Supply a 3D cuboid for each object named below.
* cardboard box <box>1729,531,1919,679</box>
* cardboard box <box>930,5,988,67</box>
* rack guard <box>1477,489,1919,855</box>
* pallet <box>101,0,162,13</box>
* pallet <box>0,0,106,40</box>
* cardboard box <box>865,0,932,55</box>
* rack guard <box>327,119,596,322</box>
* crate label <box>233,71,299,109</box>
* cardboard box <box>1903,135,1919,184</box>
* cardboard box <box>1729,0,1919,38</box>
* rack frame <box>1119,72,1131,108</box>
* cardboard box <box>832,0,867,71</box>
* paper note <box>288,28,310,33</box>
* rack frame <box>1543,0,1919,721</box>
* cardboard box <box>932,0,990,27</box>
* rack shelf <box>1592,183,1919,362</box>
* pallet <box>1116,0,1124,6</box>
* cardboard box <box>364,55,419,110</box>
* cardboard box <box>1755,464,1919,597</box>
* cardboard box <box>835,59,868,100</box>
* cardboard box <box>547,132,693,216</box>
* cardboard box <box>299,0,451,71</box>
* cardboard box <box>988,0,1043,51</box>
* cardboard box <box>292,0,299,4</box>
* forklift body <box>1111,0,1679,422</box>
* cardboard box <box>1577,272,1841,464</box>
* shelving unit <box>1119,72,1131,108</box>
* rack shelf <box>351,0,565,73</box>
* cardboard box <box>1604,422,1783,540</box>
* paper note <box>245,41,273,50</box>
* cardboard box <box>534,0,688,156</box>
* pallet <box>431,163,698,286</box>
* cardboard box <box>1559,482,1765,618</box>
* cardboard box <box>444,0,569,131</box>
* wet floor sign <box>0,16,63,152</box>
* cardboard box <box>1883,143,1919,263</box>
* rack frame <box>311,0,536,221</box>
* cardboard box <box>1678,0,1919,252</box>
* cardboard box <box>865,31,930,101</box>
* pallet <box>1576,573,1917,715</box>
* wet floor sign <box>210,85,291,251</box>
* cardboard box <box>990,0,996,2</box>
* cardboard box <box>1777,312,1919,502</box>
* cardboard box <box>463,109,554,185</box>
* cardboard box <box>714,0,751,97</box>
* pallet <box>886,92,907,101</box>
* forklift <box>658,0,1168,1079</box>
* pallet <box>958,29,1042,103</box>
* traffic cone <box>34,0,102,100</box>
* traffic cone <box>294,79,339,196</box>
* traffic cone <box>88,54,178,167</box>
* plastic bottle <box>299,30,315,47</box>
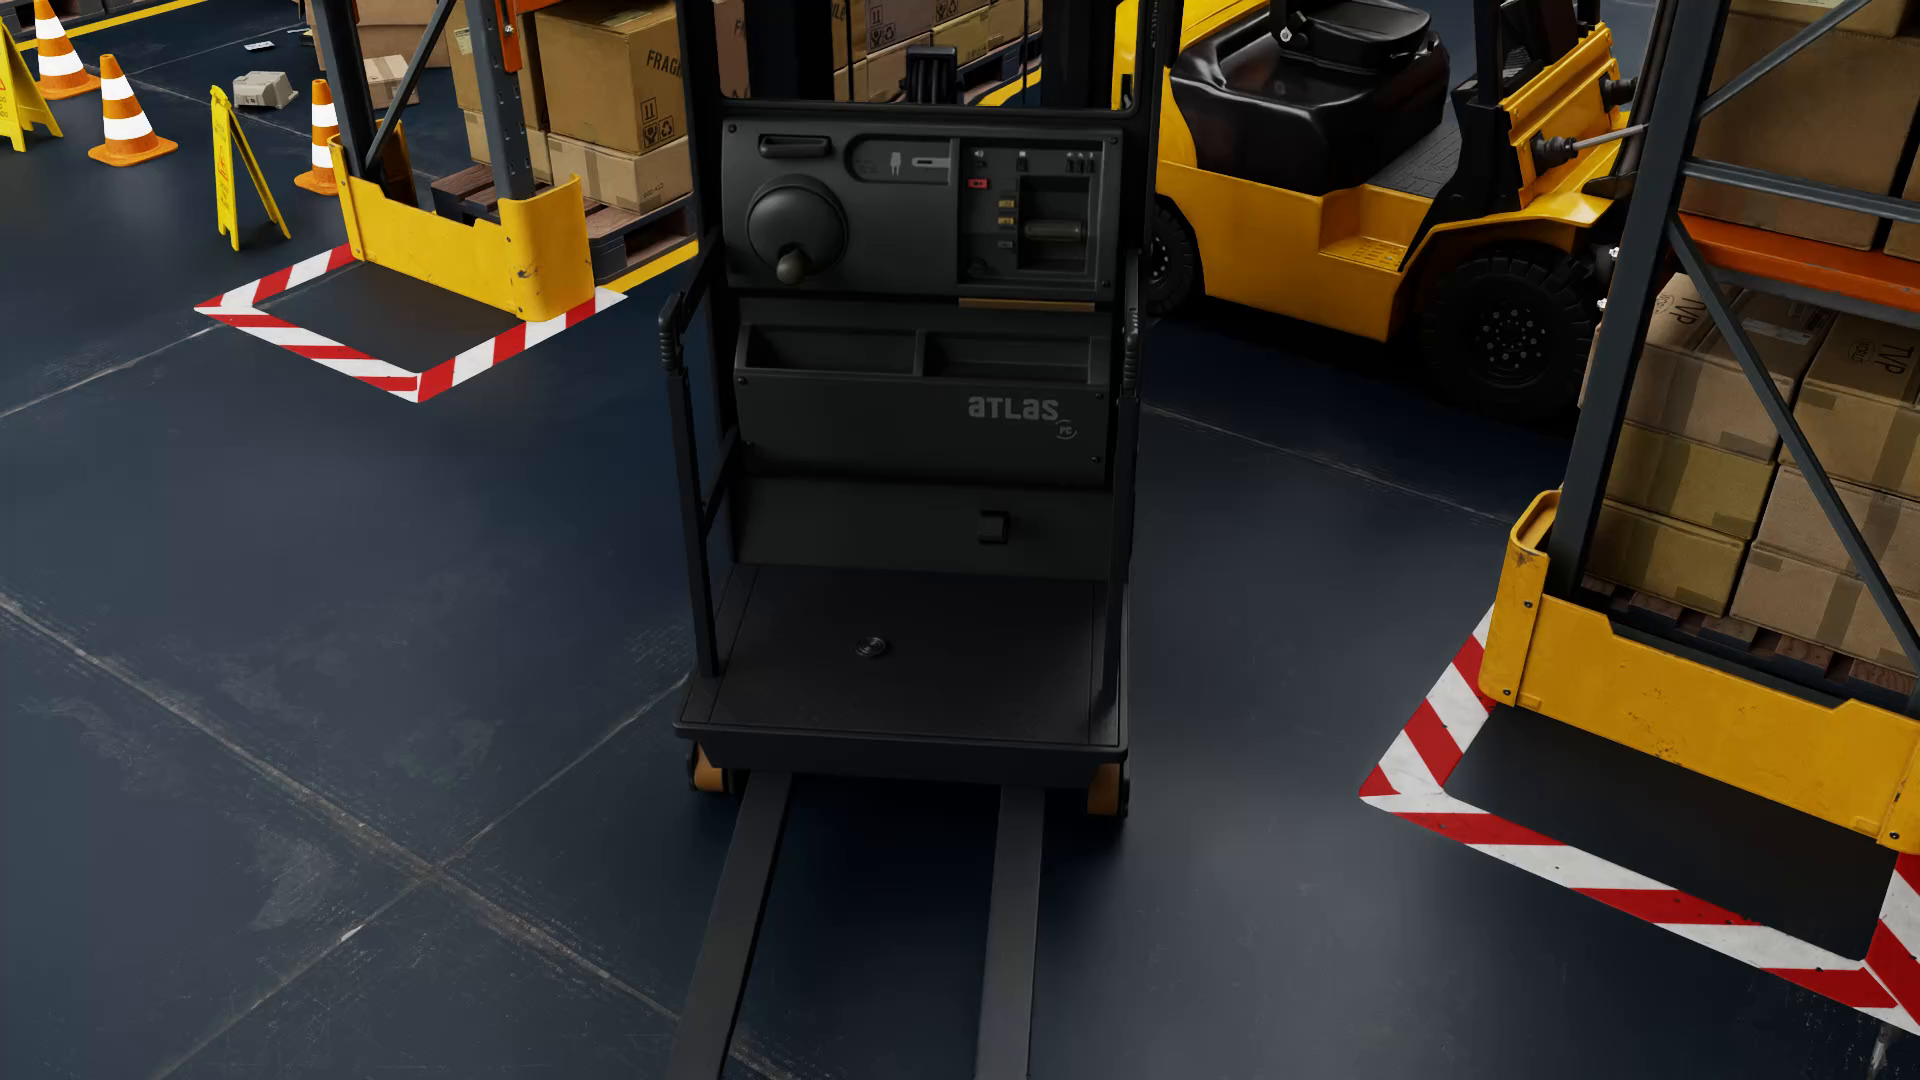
[{"bbox_3d":[2.454,0.075,4.542,0.500,0.250,0.500,21,40,28],"label":"cardboard box"},{"bbox_3d":[-0.198,-2.580,8.468,0.500,0.250,0.500,20,39,27],"label":"cardboard box"},{"bbox_3d":[1.999,0.320,4.331,1.175,0.500,0.348,21,39,28],"label":"rack guard"},{"bbox_3d":[-5.103,-3.642,10.447,1.003,0.211,1.213,21,39,28],"label":"pallet"},{"bbox_3d":[-5.799,-3.083,9.621,1.003,0.211,1.213,21,39,28],"label":"pallet"},{"bbox_3d":[-0.481,-2.669,7.930,0.500,0.500,0.500,24,41,31],"label":"cardboard box"},{"bbox_3d":[-2.023,-1.310,6.741,1.175,0.500,0.348,21,39,28],"label":"rack guard"},{"bbox_3d":[-3.590,-2.314,8.550,0.250,0.136,0.298,3,34,4],"label":"crate label"},{"bbox_3d":[2.381,-1.315,4.427,0.500,0.500,0.500,23,40,30],"label":"cardboard box"},{"bbox_3d":[1.981,-1.286,3.806,0.380,0.149,0.250,22,40,29],"label":"cardboard box"},{"bbox_3d":[0.538,-0.960,5.665,0.032,1.125,0.500,2,34,3],"label":"rack frame"},{"bbox_3d":[-0.779,-2.421,7.562,0.500,0.500,0.500,22,40,29],"label":"cardboard box"},{"bbox_3d":[-3.810,-2.937,9.584,0.123,0.001,0.032,-15,37,-21],"label":"paper note"},{"bbox_3d":[2.013,-0.727,3.647,1.000,3.000,0.127,21,39,28],"label":"rack frame"},{"bbox_3d":[-0.191,-2.904,8.277,0.500,0.500,0.500,22,40,29],"label":"cardboard box"},{"bbox_3d":[3.153,-1.349,5.210,1.077,0.370,4.000,21,39,28],"label":"rack shelf"},{"bbox_3d":[0.657,-3.355,10.023,1.003,0.211,1.213,21,39,28],"label":"pallet"},{"bbox_3d":[-2.979,-2.378,8.633,0.250,0.149,0.380,-15,37,-21],"label":"cardboard box"},{"bbox_3d":[2.452,-0.119,4.382,0.500,0.250,0.500,22,40,29],"label":"cardboard box"},{"bbox_3d":[-0.782,-2.116,7.781,0.500,0.250,0.500,24,41,31],"label":"cardboard box"},{"bbox_3d":[-1.380,-1.629,7.060,0.500,0.250,0.500,21,39,28],"label":"cardboard box"},{"bbox_3d":[-3.145,-2.894,9.080,0.797,0.503,0.637,-3,34,-4],"label":"cardboard box"},{"bbox_3d":[0.098,-2.829,8.835,0.500,0.250,0.500,23,40,30],"label":"cardboard box"},{"bbox_3d":[-3.952,-3.609,10.139,0.500,0.500,0.500,29,44,36],"label":"cardboard box"},{"bbox_3d":[1.596,-1.831,6.037,2.313,2.155,1.214,21,39,28],"label":"forklift body"},{"bbox_3d":[2.019,-0.488,4.480,0.500,0.250,0.500,23,40,30],"label":"cardboard box"},{"bbox_3d":[0.031,-0.979,5.693,1.048,1.125,0.538,2,34,3],"label":"shelving unit"},{"bbox_3d":[-0.926,-2.933,7.552,1.077,0.370,4.000,21,39,28],"label":"rack shelf"},{"bbox_3d":[2.034,-0.293,4.639,0.500,0.250,0.500,21,39,28],"label":"cardboard box"},{"bbox_3d":[-3.926,-2.775,9.327,0.142,0.017,0.144,-22,40,-29],"label":"paper note"},{"bbox_3d":[-1.367,-1.950,6.867,0.500,0.500,0.500,20,39,27],"label":"cardboard box"},{"bbox_3d":[-1.531,-1.553,7.358,1.003,0.211,1.213,21,39,28],"label":"pallet"},{"bbox_3d":[2.021,-0.079,4.769,0.500,0.250,0.500,22,40,28],"label":"cardboard box"},{"bbox_3d":[-1.824,-2.108,7.100,0.500,0.500,0.500,22,40,28],"label":"cardboard box"},{"bbox_3d":[-4.581,-2.224,7.963,0.267,0.644,0.232,14,37,20],"label":"wet floor sign"},{"bbox_3d":[2.524,-0.908,3.825,0.500,0.500,0.500,23,40,30],"label":"cardboard box"},{"bbox_3d":[-2.067,-2.311,5.989,1.000,3.000,0.127,21,39,28],"label":"rack frame"},{"bbox_3d":[2.078,-1.079,4.078,0.500,0.500,0.500,20,39,27],"label":"cardboard box"},{"bbox_3d":[-0.491,-2.348,8.124,0.500,0.250,0.500,22,40,29],"label":"cardboard box"},{"bbox_3d":[2.415,0.063,4.969,1.003,0.211,1.213,21,39,28],"label":"pallet"},{"bbox_3d":[-3.054,-1.590,7.025,0.232,0.644,0.267,-22,40,-29],"label":"wet floor sign"},{"bbox_3d":[0.097,-3.139,8.624,0.500,0.500,0.500,21,39,28],"label":"cardboard box"},{"bbox_3d":[2.443,-0.337,4.257,0.500,0.250,0.500,21,39,28],"label":"cardboard box"},{"bbox_3d":[-1.813,-1.815,7.335,0.500,0.250,0.500,21,39,28],"label":"cardboard box"},{"bbox_3d":[-1.072,-2.192,7.224,0.500,0.500,0.500,20,39,27],"label":"cardboard box"},{"bbox_3d":[-0.835,-2.112,8.185,1.003,0.211,1.213,21,39,28],"label":"pallet"},{"bbox_3d":[-0.108,-0.714,3.689,1.130,2.935,3.031,3,34,4],"label":"forklift"},{"bbox_3d":[-0.140,-2.676,9.019,1.003,0.211,1.213,21,39,28],"label":"pallet"},{"bbox_3d":[-4.722,-2.585,8.660,0.336,0.463,0.334,21,39,28],"label":"traffic cone"},{"bbox_3d":[-2.881,-1.870,7.602,0.336,0.463,0.334,21,39,28],"label":"traffic cone"},{"bbox_3d":[-3.987,-2.068,7.895,0.336,0.463,0.334,21,39,28],"label":"traffic cone"},{"bbox_3d":[-3.616,-2.878,9.451,0.133,0.061,0.283,8,35,12],"label":"plastic bottle"}]
